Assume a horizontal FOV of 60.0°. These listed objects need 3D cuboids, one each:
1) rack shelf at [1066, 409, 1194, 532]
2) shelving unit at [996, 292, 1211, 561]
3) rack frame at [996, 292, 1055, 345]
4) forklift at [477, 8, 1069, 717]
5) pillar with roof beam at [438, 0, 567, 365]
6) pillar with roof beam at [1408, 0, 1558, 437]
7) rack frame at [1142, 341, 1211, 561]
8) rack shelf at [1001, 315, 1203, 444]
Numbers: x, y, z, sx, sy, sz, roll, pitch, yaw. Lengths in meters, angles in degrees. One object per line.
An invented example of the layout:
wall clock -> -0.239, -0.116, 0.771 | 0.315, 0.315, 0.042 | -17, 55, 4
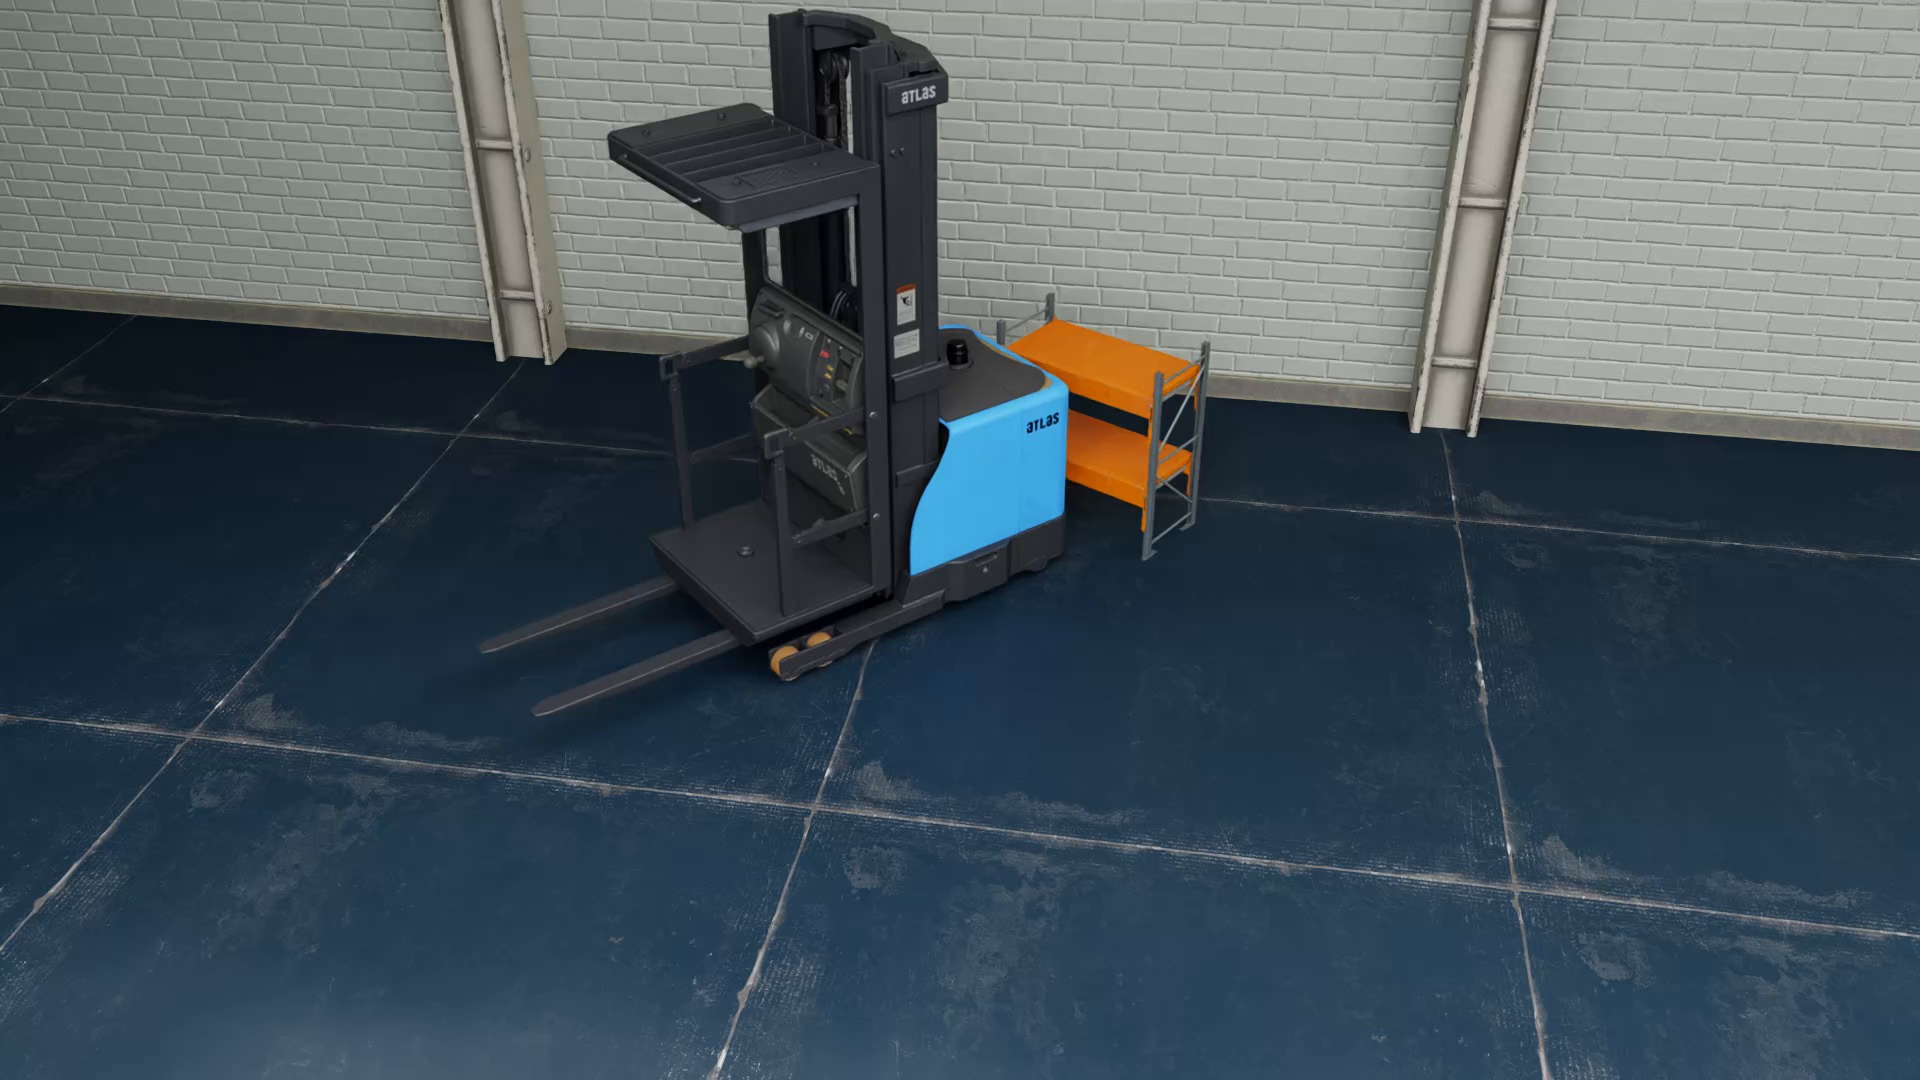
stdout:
rack shelf -> 0.764, -0.434, 9.343 | 1.000, 0.278, 0.538 | 23, 39, 32
shelving unit -> 0.764, -0.641, 9.214 | 1.048, 1.125, 0.538 | 23, 39, 32
rack frame -> 0.366, -0.809, 9.482 | 0.032, 1.125, 0.500 | 23, 39, 32
forklift -> -0.911, -0.873, 7.881 | 3.031, 2.935, 1.130 | -21, 38, -30
pillar with roof beam -> -3.621, -2.831, 5.291 | 0.400, 9.000, 9.100 | 5, 32, 8
pillar with roof beam -> 2.293, -2.295, 4.436 | 0.400, 9.000, 9.100 | 5, 32, 8
rack frame -> 1.161, -0.473, 8.946 | 0.032, 1.125, 0.500 | 23, 39, 32
rack shelf -> 0.764, -0.889, 9.058 | 1.000, 0.278, 0.538 | 23, 39, 32
